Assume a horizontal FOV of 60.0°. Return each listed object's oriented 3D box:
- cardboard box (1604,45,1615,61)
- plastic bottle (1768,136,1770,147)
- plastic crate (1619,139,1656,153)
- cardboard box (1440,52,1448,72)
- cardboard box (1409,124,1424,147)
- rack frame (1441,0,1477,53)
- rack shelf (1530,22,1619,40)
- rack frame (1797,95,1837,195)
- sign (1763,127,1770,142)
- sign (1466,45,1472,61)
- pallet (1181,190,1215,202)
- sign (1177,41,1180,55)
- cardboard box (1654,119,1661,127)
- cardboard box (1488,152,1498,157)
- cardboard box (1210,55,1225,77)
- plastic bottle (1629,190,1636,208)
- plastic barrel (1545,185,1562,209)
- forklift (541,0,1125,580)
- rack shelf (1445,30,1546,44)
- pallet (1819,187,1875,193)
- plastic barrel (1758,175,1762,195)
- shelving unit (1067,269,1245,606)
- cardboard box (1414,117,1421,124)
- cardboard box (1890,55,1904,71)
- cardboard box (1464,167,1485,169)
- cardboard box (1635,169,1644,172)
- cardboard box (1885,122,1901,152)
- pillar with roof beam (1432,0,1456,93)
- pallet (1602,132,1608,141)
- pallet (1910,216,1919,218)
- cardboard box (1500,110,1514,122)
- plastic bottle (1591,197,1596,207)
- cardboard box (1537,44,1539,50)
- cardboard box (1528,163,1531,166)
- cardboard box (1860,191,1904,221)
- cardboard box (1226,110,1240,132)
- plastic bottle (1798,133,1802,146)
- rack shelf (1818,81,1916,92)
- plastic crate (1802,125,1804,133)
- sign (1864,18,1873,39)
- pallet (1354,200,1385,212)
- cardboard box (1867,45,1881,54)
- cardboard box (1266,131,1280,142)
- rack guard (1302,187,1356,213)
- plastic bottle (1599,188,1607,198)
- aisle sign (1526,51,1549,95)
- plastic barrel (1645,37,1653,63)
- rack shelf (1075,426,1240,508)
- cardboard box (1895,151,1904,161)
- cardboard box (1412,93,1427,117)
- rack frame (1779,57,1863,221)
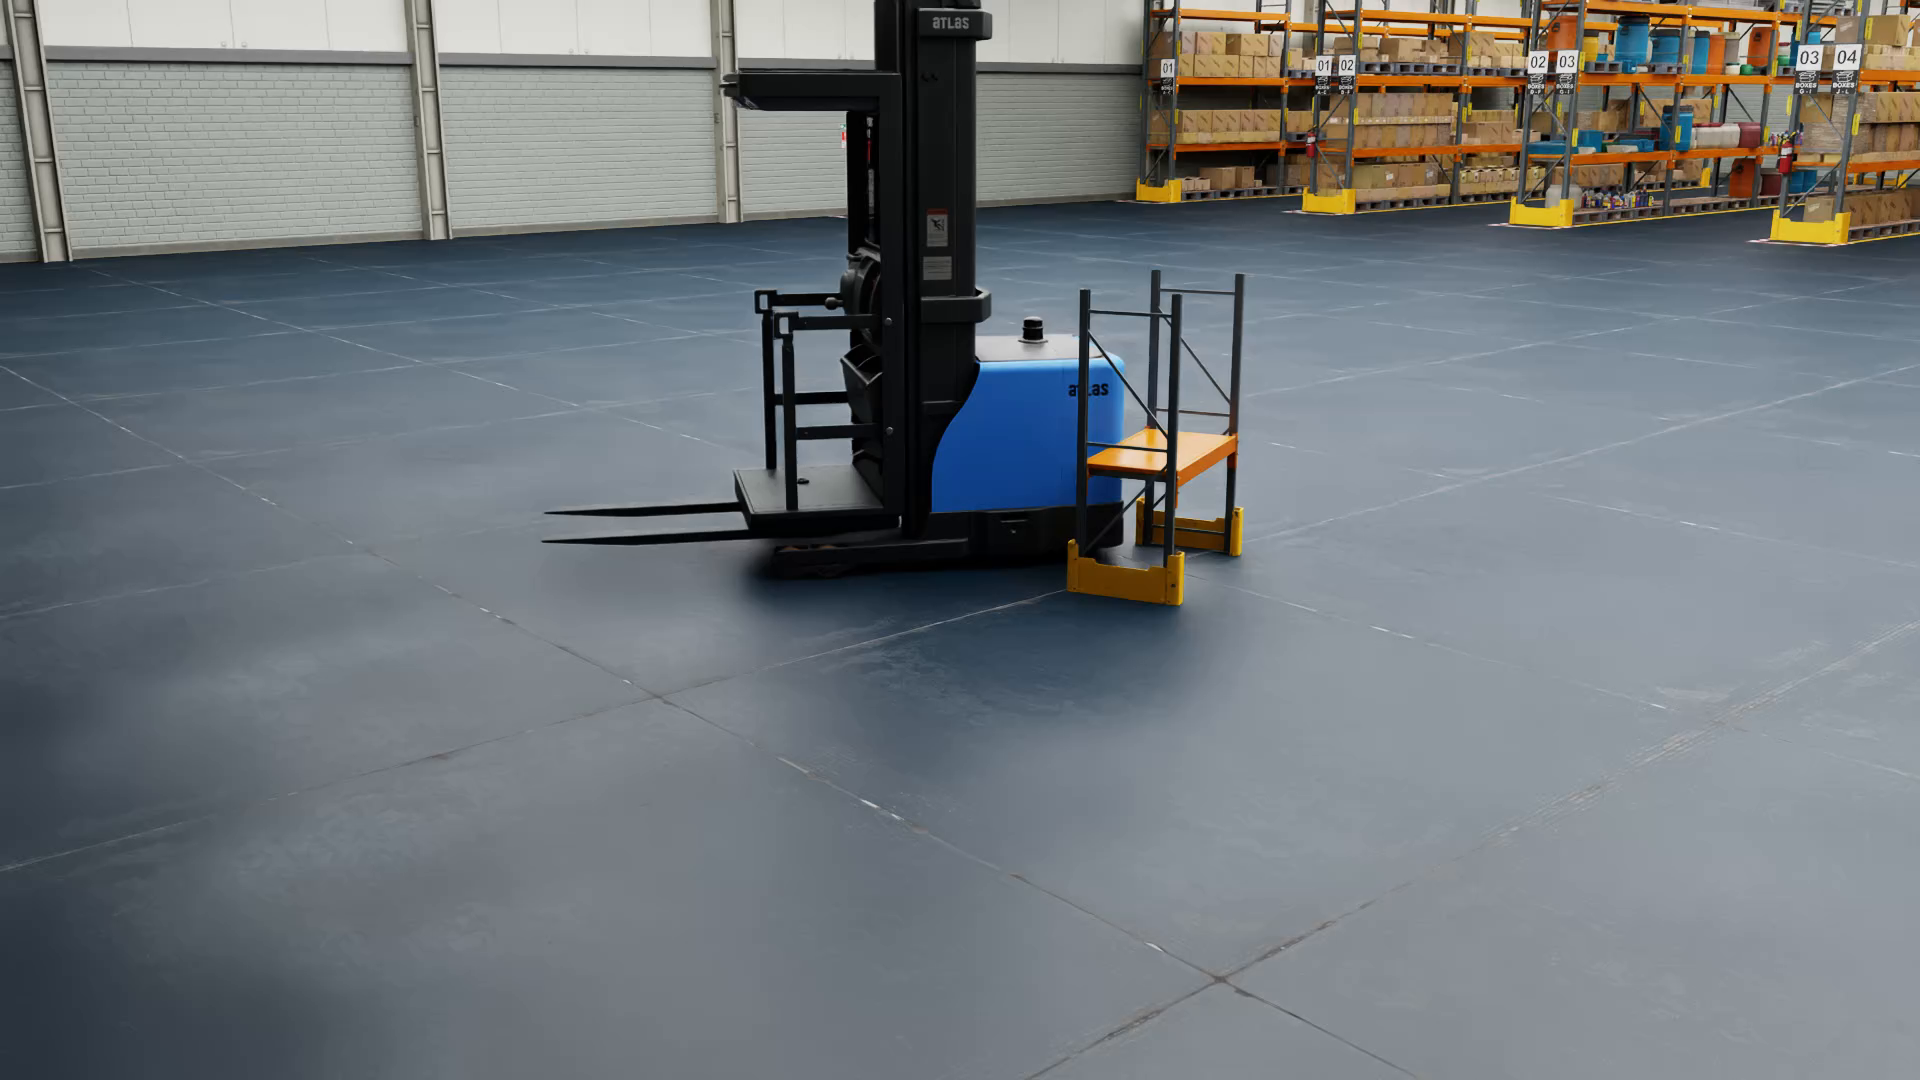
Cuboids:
[{"bbox_3d":[15.995,-12.039,41.494,0.600,0.600,0.600,-13,20,-40],"label":"cardboard box"},{"bbox_3d":[17.788,-8.799,36.627,0.097,0.271,0.097,0,15,0],"label":"plastic bottle"},{"bbox_3d":[13.470,-7.846,33.100,0.616,0.251,0.499,-13,19,-39],"label":"plastic crate"},{"bbox_3d":[12.922,-13.025,45.340,0.500,0.500,0.700,-14,20,-42],"label":"cardboard box"},{"bbox_3d":[9.772,-8.921,36.640,0.500,0.500,0.700,-12,19,-39],"label":"cardboard box"},{"bbox_3d":[13.658,-14.341,45.501,0.127,3.000,1.000,-13,19,-39],"label":"rack frame"},{"bbox_3d":[15.404,-12.497,40.769,4.000,0.370,1.077,-13,19,-39],"label":"rack shelf"},{"bbox_3d":[20.162,-9.514,39.055,0.127,3.000,1.000,-13,19,-39],"label":"rack frame"},{"bbox_3d":[17.510,-8.809,36.100,0.005,0.325,0.100,-13,19,-39],"label":"sign"},{"bbox_3d":[11.243,-10.753,36.726,0.005,0.325,0.100,-13,19,-39],"label":"sign"},{"bbox_3d":[5.299,-8.206,39.562,1.213,0.211,1.003,-13,19,-39],"label":"pallet"},{"bbox_3d":[4.962,-11.175,37.769,0.005,0.325,0.100,-13,19,-39],"label":"sign"},{"bbox_3d":[17.860,-10.648,43.106,0.500,0.500,0.500,-12,19,-38],"label":"cardboard box"},{"bbox_3d":[15.061,-10.969,47.275,0.250,0.149,0.380,-13,20,-41],"label":"cardboard box"},{"bbox_3d":[5.840,-11.098,38.939,0.500,0.500,0.500,-12,19,-37],"label":"cardboard box"},{"bbox_3d":[13.441,-6.839,33.321,0.185,0.351,0.144,-13,20,-40],"label":"plastic bottle"},{"bbox_3d":[11.555,-6.608,32.184,0.421,0.512,0.421,0,15,0],"label":"plastic barrel"},{"bbox_3d":[-0.699,-1.362,8.670,3.031,2.935,1.130,-3,15,-12],"label":"forklift"},{"bbox_3d":[15.167,-14.139,46.914,4.000,0.370,1.077,-13,19,-39],"label":"rack shelf"},{"bbox_3d":[21.612,-8.506,40.687,1.213,0.211,1.003,-13,19,-39],"label":"pallet"},{"bbox_3d":[17.869,-8.036,37.531,0.421,0.512,0.421,0,15,0],"label":"plastic barrel"},{"bbox_3d":[1.026,-0.562,8.448,0.587,1.500,1.083,7,17,25],"label":"shelving unit"},{"bbox_3d":[9.854,-9.183,36.364,0.250,0.149,0.380,-12,19,-38],"label":"cardboard box"},{"bbox_3d":[15.655,-8.096,28.227,0.500,0.250,0.500,-13,20,-40],"label":"cardboard box"},{"bbox_3d":[12.143,-8.651,39.253,0.500,0.311,0.500,-13,20,-40],"label":"cardboard box"},{"bbox_3d":[17.722,-9.671,44.001,0.500,0.311,0.500,-13,19,-39],"label":"cardboard box"},{"bbox_3d":[15.882,-7.063,29.111,0.500,0.500,0.875,-13,19,-39],"label":"cardboard box"},{"bbox_3d":[16.444,-13.790,43.438,0.400,9.000,9.100,-13,19,-39],"label":"pillar with roof beam"},{"bbox_3d":[15.359,-10.039,41.392,1.213,0.211,1.003,-13,19,-39],"label":"pallet"},{"bbox_3d":[17.964,-5.979,31.226,1.213,0.211,1.003,-13,19,-39],"label":"pallet"},{"bbox_3d":[15.175,-11.924,47.496,0.700,0.700,0.980,-14,20,-42],"label":"cardboard box"},{"bbox_3d":[12.754,-6.812,33.508,0.097,0.201,0.097,0,15,0],"label":"plastic bottle"},{"bbox_3d":[16.303,-13.933,47.617,0.500,0.500,0.500,-13,20,-40],"label":"cardboard box"},{"bbox_3d":[16.213,-10.977,48.563,0.500,0.500,0.700,-13,19,-39],"label":"cardboard box"},{"bbox_3d":[16.623,-6.031,30.046,0.500,0.500,0.500,-6,16,-22],"label":"cardboard box"},{"bbox_3d":[6.318,-9.989,39.634,0.500,0.500,0.500,-12,19,-38],"label":"cardboard box"},{"bbox_3d":[18.999,-9.070,37.620,0.133,0.283,0.061,-13,19,-39],"label":"plastic bottle"},{"bbox_3d":[21.670,-10.954,40.029,4.000,0.370,1.077,-13,19,-39],"label":"rack shelf"},{"bbox_3d":[20.290,-9.681,39.594,0.575,0.384,0.392,-13,19,-39],"label":"plastic crate"},{"bbox_3d":[14.717,-8.283,26.939,0.005,0.325,0.100,-13,19,-39],"label":"sign"},{"bbox_3d":[8.410,-7.236,35.932,1.213,0.211,1.003,-13,19,-39],"label":"pallet"},{"bbox_3d":[14.979,-8.113,27.515,0.250,0.149,0.380,-12,19,-38],"label":"cardboard box"},{"bbox_3d":[7.465,-9.885,40.697,0.500,0.250,0.500,-13,19,-39],"label":"cardboard box"},{"bbox_3d":[7.842,-7.234,35.364,0.348,0.500,1.175,-13,19,-39],"label":"rack guard"},{"bbox_3d":[13.103,-7.003,33.937,0.185,0.351,0.144,-14,20,-42],"label":"plastic bottle"},{"bbox_3d":[10.860,-8.783,31.280,0.004,0.787,0.394,-13,19,-39],"label":"aisle sign"},{"bbox_3d":[13.673,-9.830,33.395,0.421,0.512,0.421,0,15,0],"label":"plastic barrel"},{"bbox_3d":[1.022,-0.386,8.487,0.538,0.185,1.000,7,17,25],"label":"rack shelf"},{"bbox_3d":[16.267,-6.728,29.112,0.250,0.149,0.380,-13,19,-39],"label":"cardboard box"},{"bbox_3d":[9.789,-9.552,36.489,0.500,0.500,0.700,-13,20,-39],"label":"cardboard box"},{"bbox_3d":[14.360,-6.517,27.834,0.127,3.000,1.000,-13,19,-39],"label":"rack frame"}]
